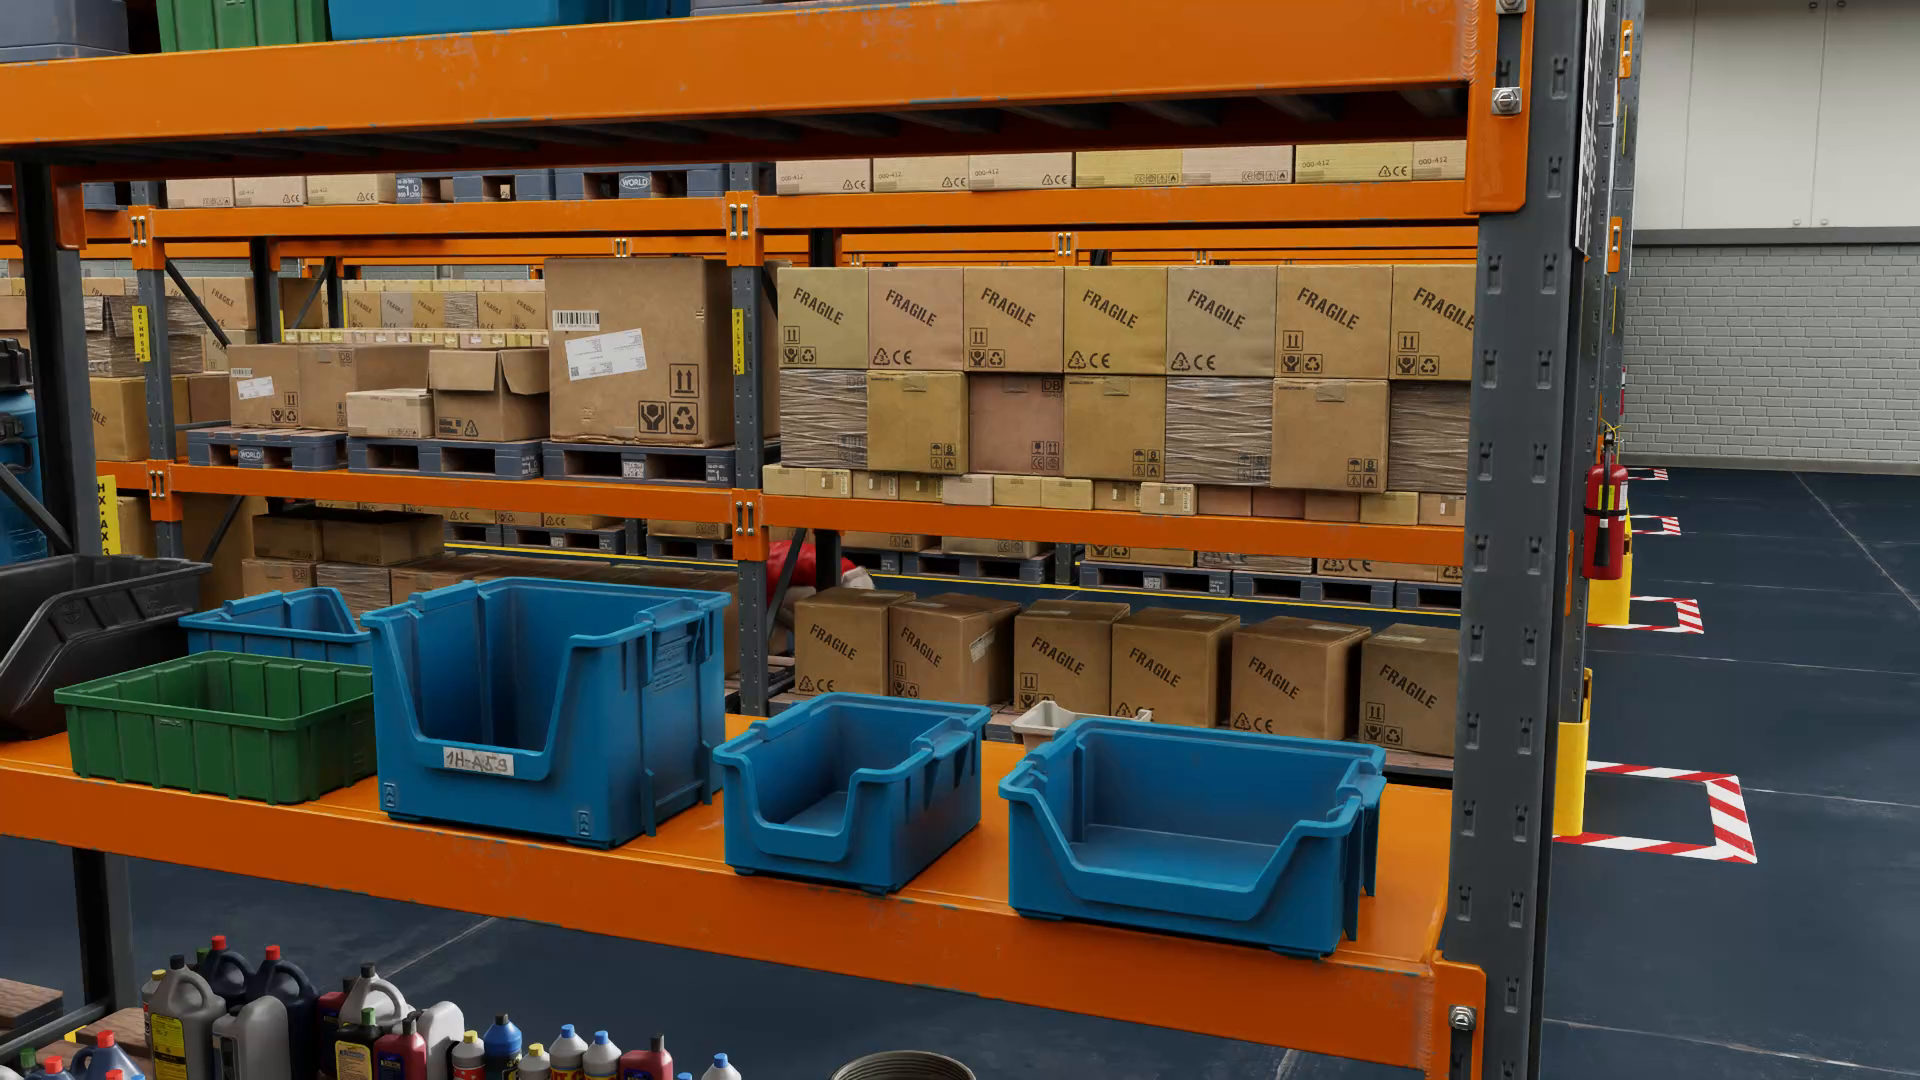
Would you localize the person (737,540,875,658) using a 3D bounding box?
[{"bbox_3d":[-1.004,0.399,10.686,0.904,0.843,0.533,3,9,17],"label":"person"}]
